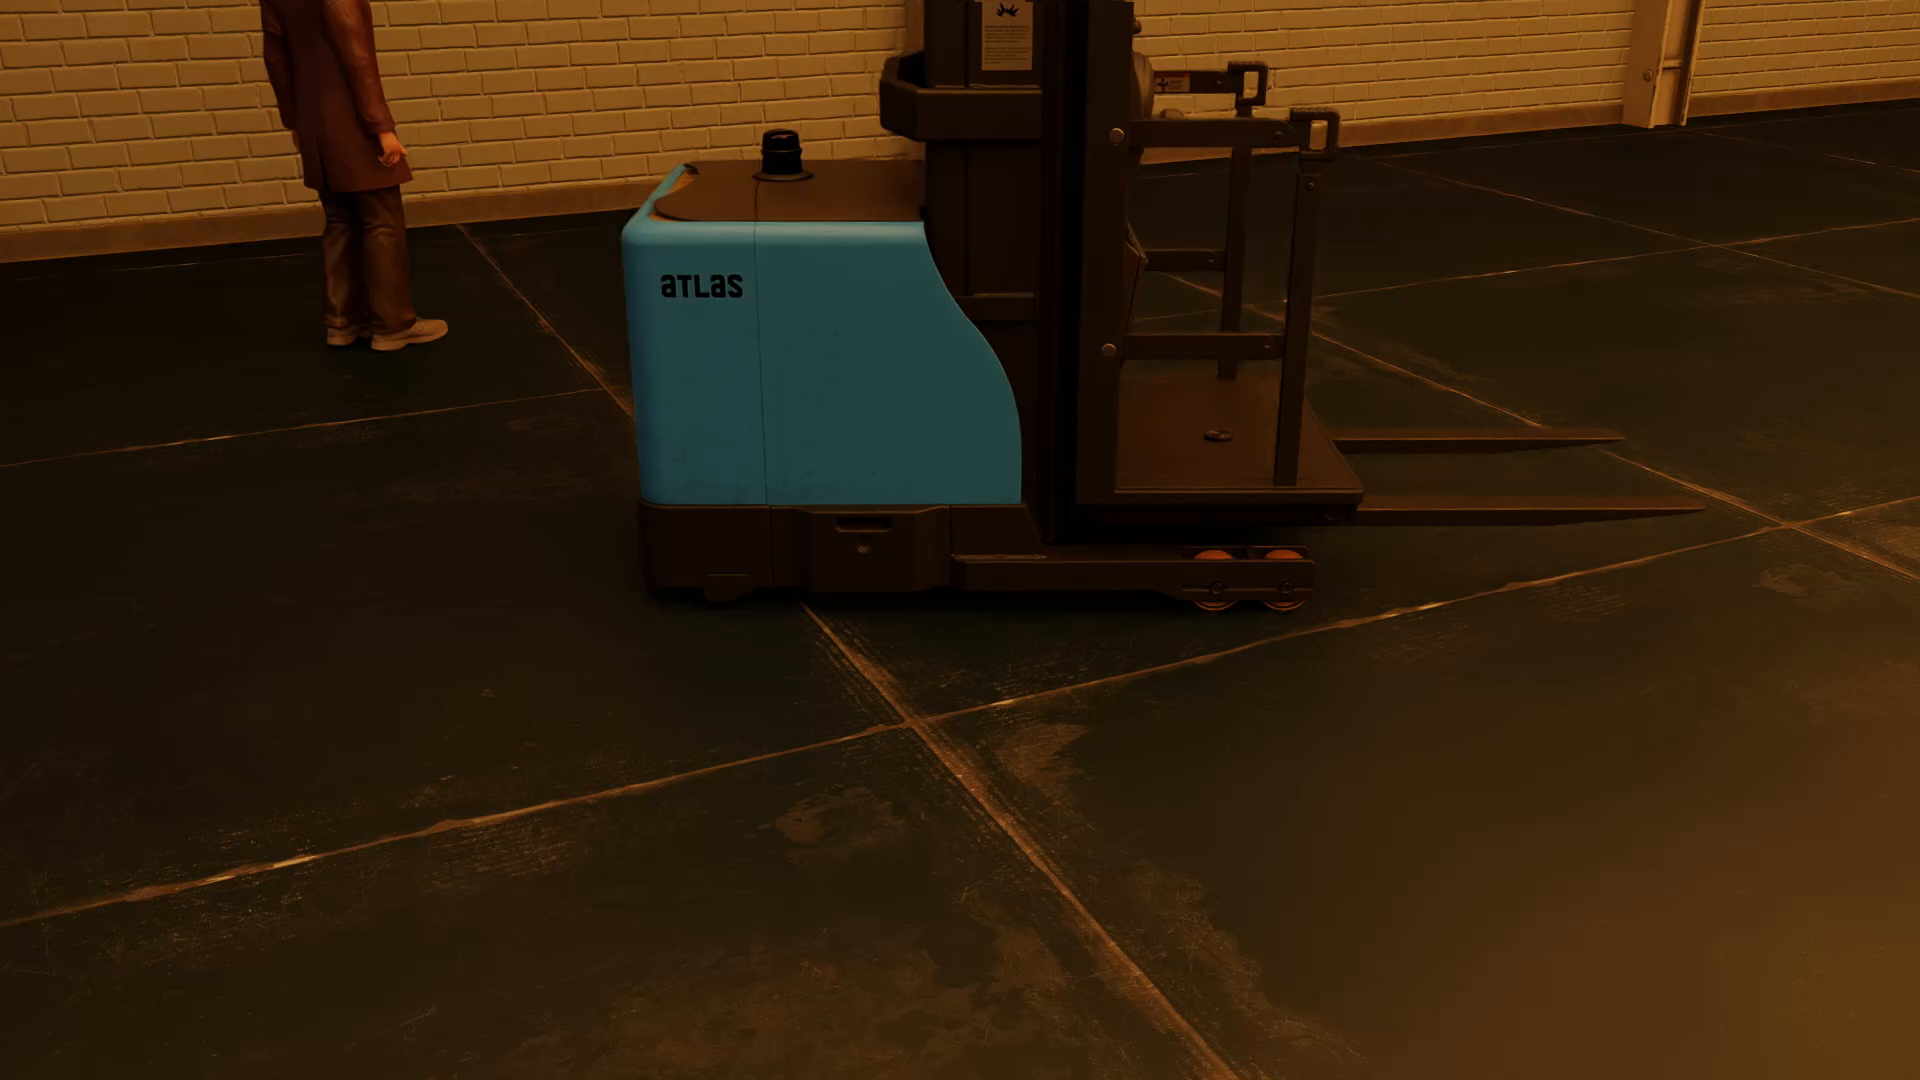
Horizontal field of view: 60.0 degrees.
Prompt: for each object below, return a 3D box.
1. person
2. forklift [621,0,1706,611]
[{"bbox_3d":[-2.503,-1.692,6.859,0.655,1.782,0.428,14,26,29],"label":"person"},{"bbox_3d":[0.614,-1.361,4.561,3.031,2.935,1.130,0,23,-1],"label":"forklift"}]
